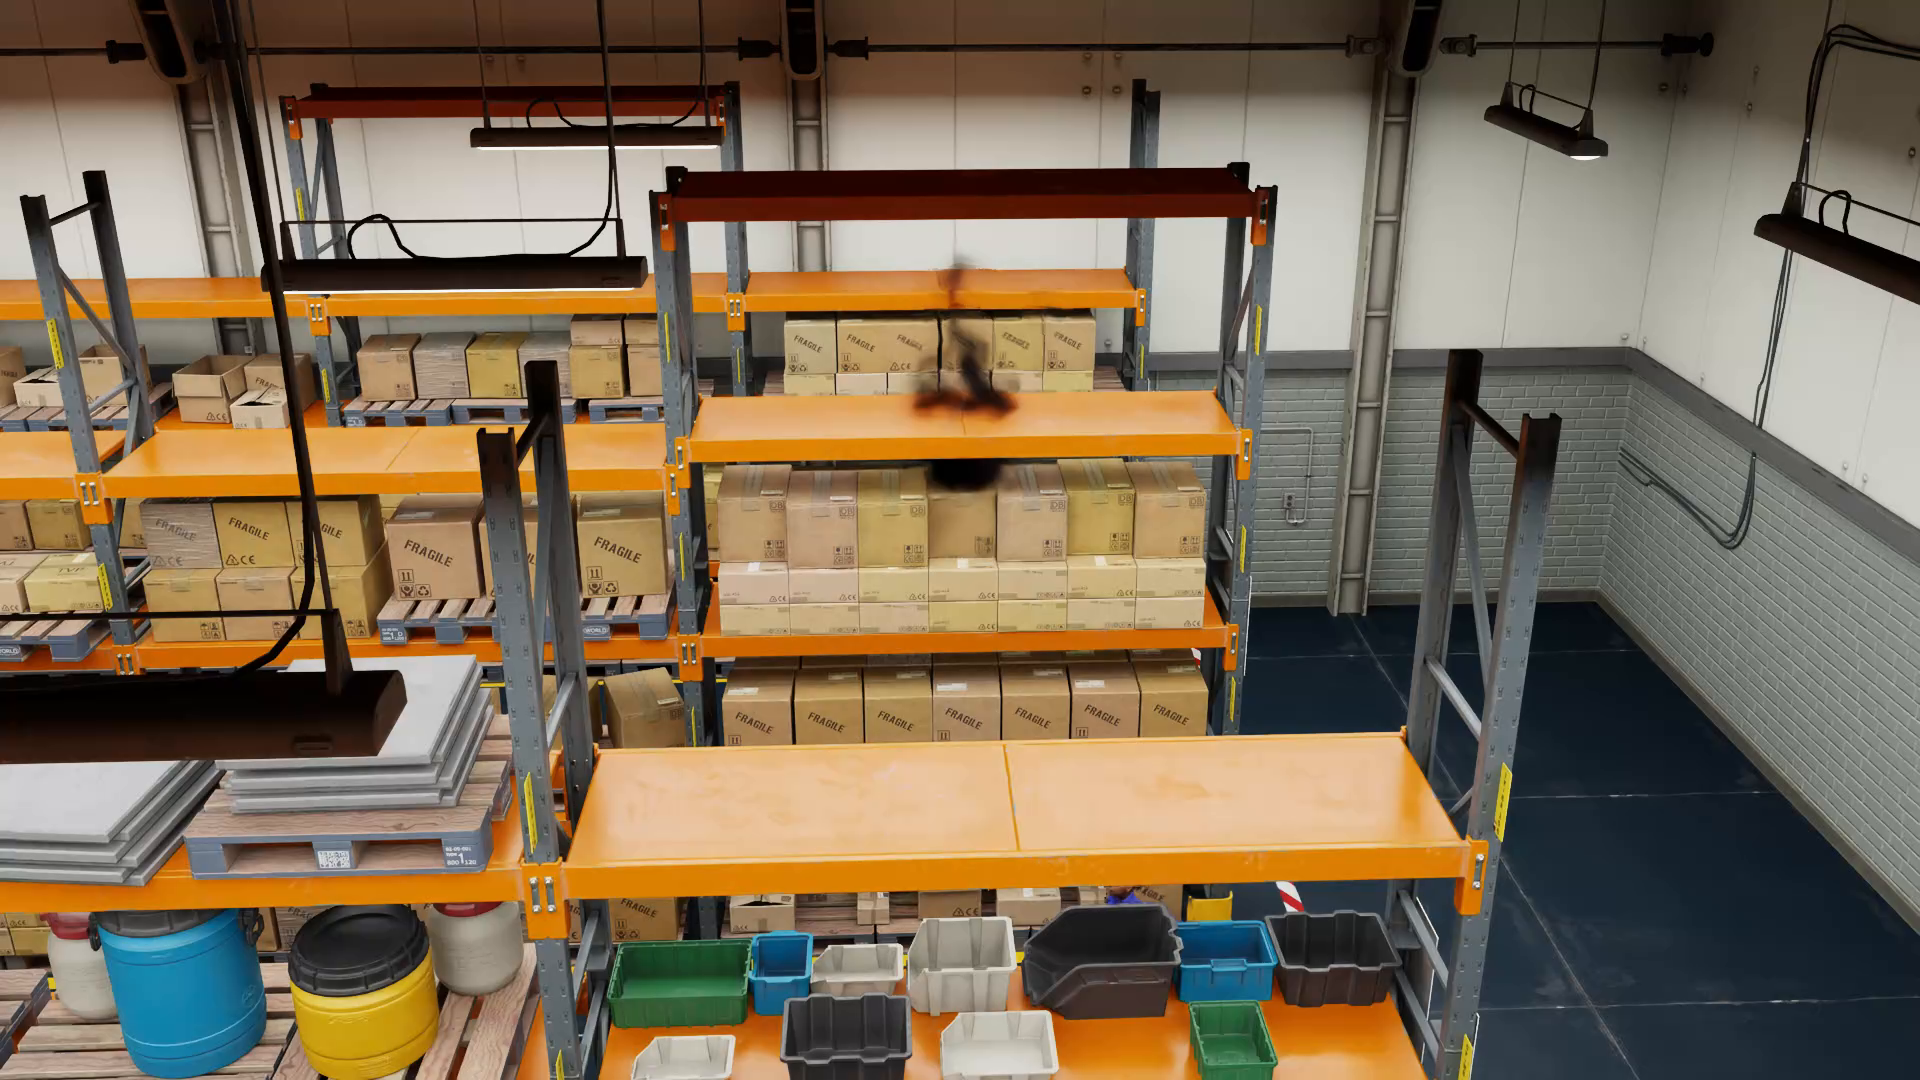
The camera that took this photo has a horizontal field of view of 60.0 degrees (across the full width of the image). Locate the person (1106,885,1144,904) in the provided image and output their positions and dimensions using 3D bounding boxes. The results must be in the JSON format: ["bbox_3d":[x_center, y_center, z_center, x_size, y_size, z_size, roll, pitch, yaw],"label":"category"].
[{"bbox_3d":[1.107,3.004,11.609,0.582,1.622,0.560,-7,23,-17],"label":"person"}]
